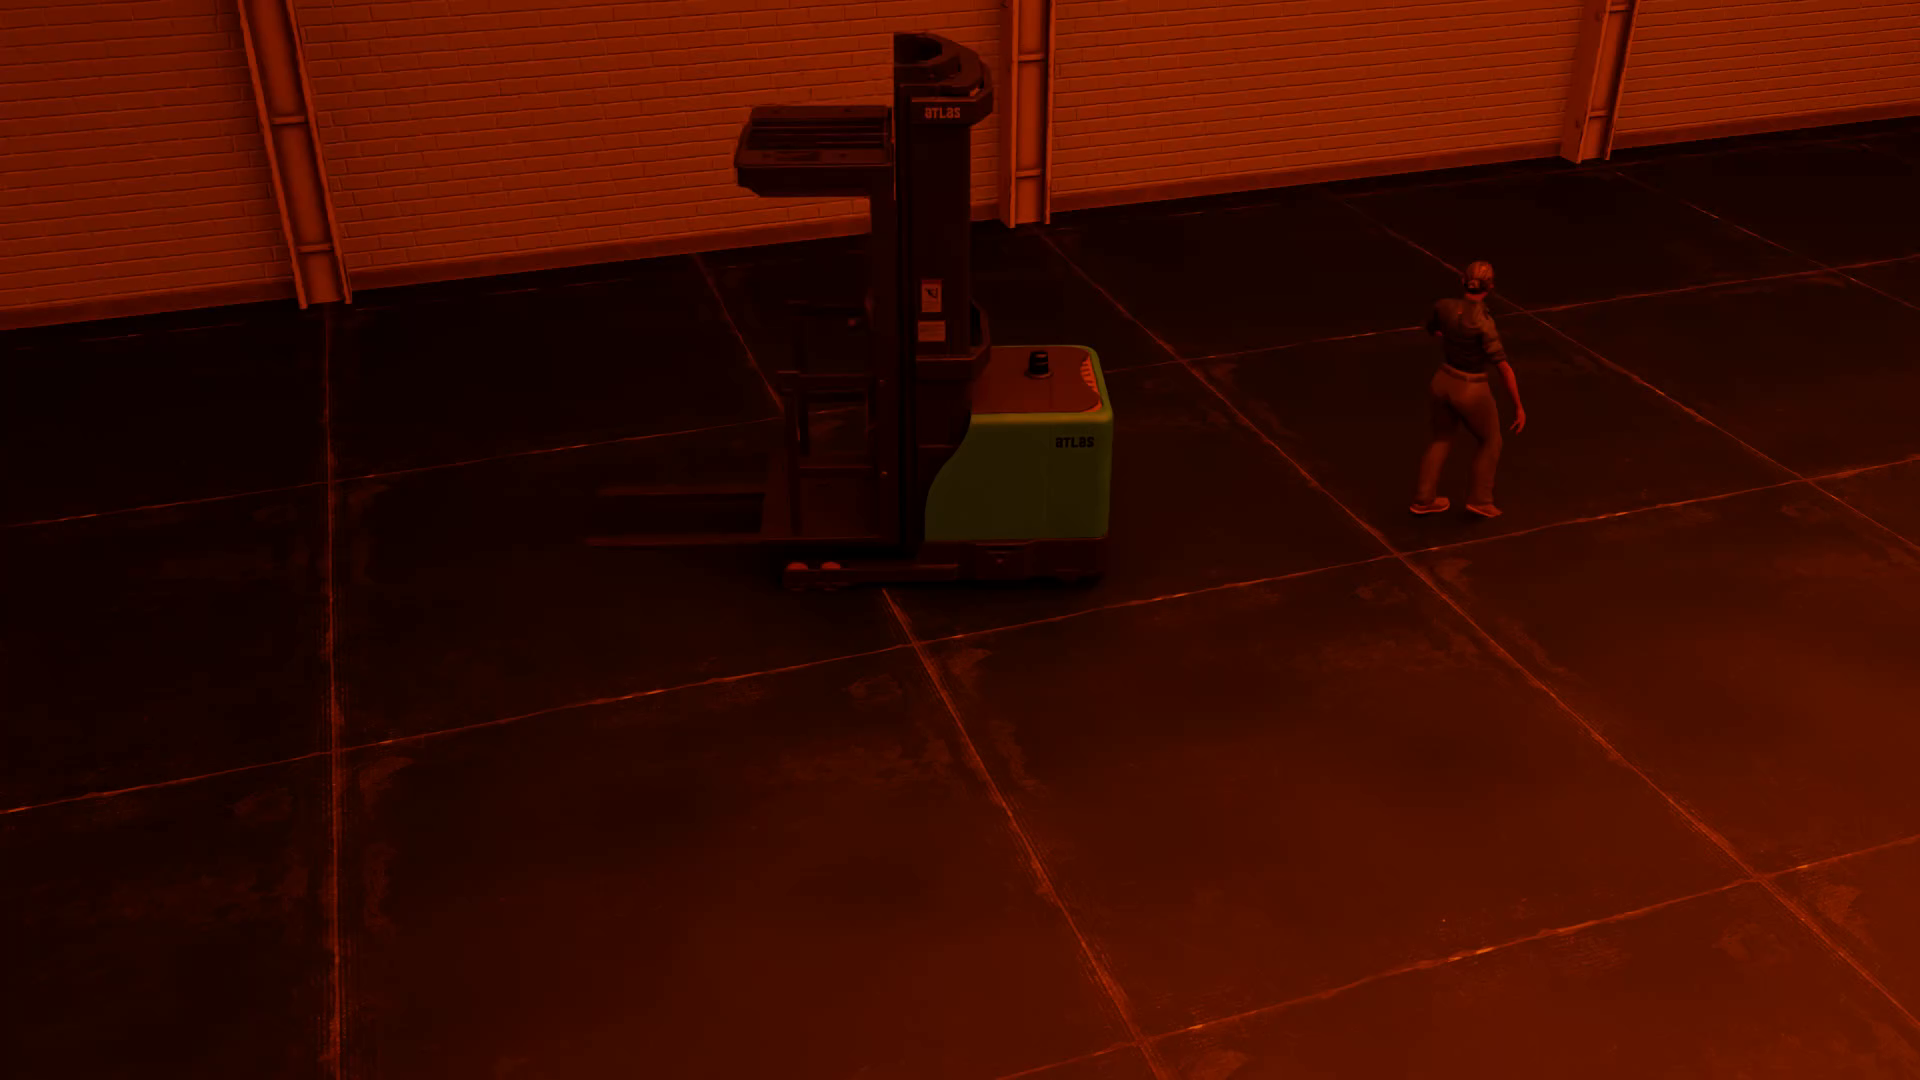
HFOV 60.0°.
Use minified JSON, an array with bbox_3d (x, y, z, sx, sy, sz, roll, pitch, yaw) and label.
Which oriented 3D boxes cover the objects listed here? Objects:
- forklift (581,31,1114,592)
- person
[{"bbox_3d":[-0.670,-1.242,9.246,3.031,2.935,1.130,-1,30,-2],"label":"forklift"},{"bbox_3d":[3.070,-0.871,9.964,0.551,1.687,0.899,-16,34,-26],"label":"person"}]
